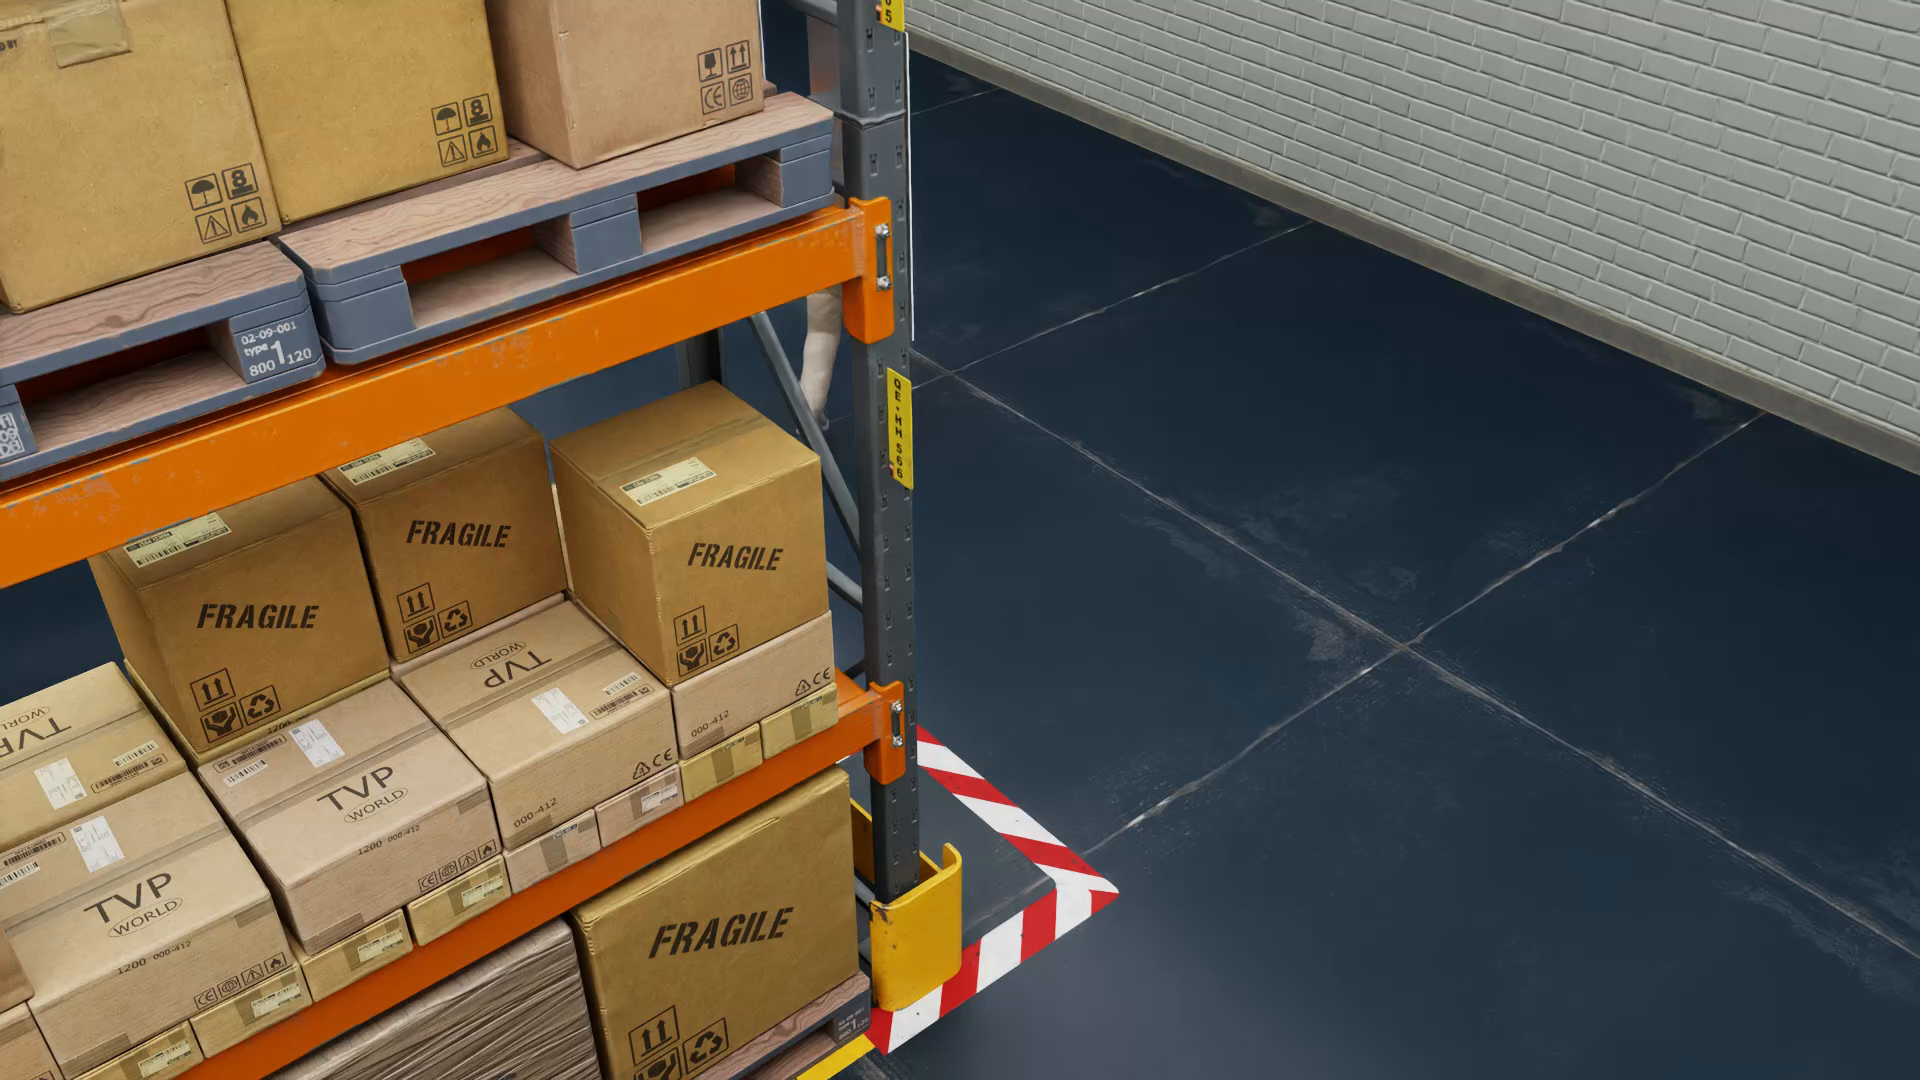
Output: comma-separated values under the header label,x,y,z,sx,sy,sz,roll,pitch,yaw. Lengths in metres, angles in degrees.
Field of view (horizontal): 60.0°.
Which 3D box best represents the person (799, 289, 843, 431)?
label,x,y,z,sx,sy,sz,roll,pitch,yaw
person,-0.541,-1.344,8.023,0.531,1.678,0.975,7,36,10
